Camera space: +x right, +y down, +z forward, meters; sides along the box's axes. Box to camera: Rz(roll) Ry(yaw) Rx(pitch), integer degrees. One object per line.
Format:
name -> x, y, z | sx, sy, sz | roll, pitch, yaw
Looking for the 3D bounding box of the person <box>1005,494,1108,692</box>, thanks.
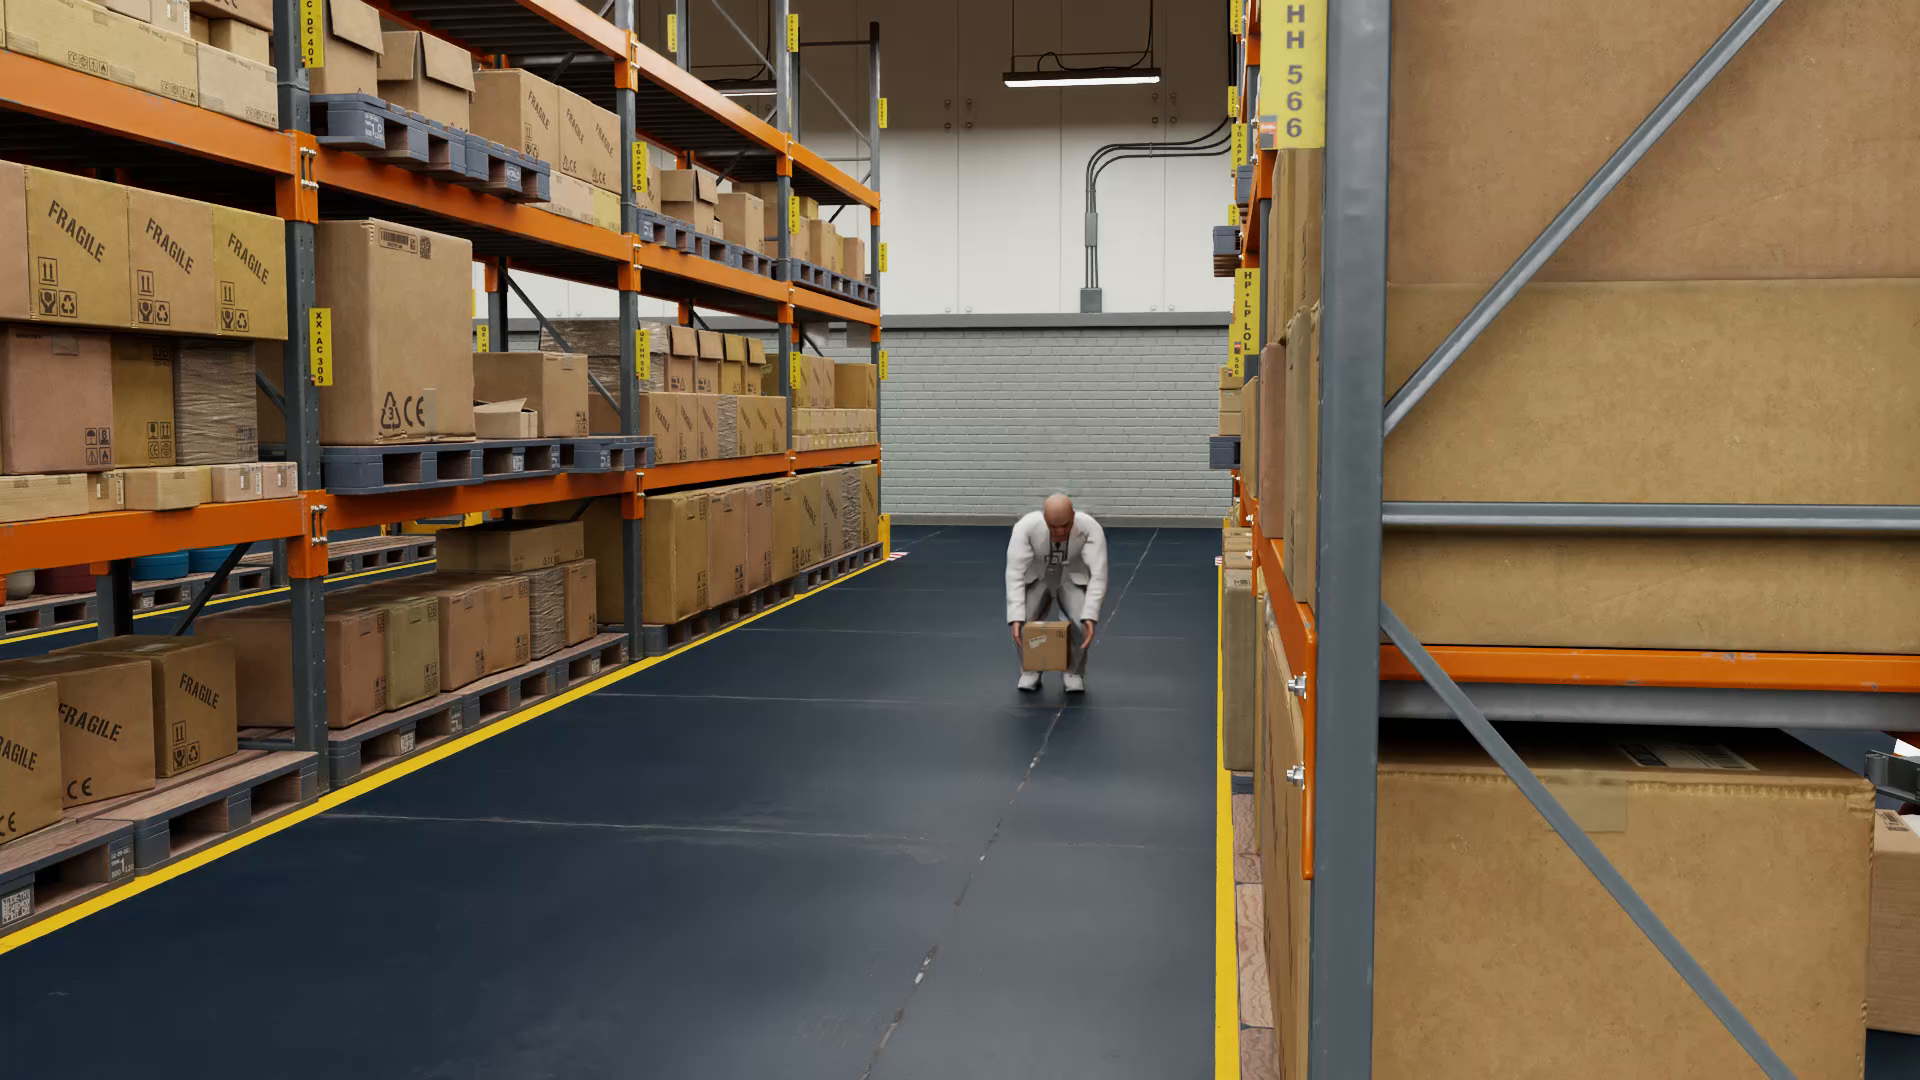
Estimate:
person -> 0.579, 0.312, 9.929 | 0.626, 1.180, 0.821 | 1, 4, 7
